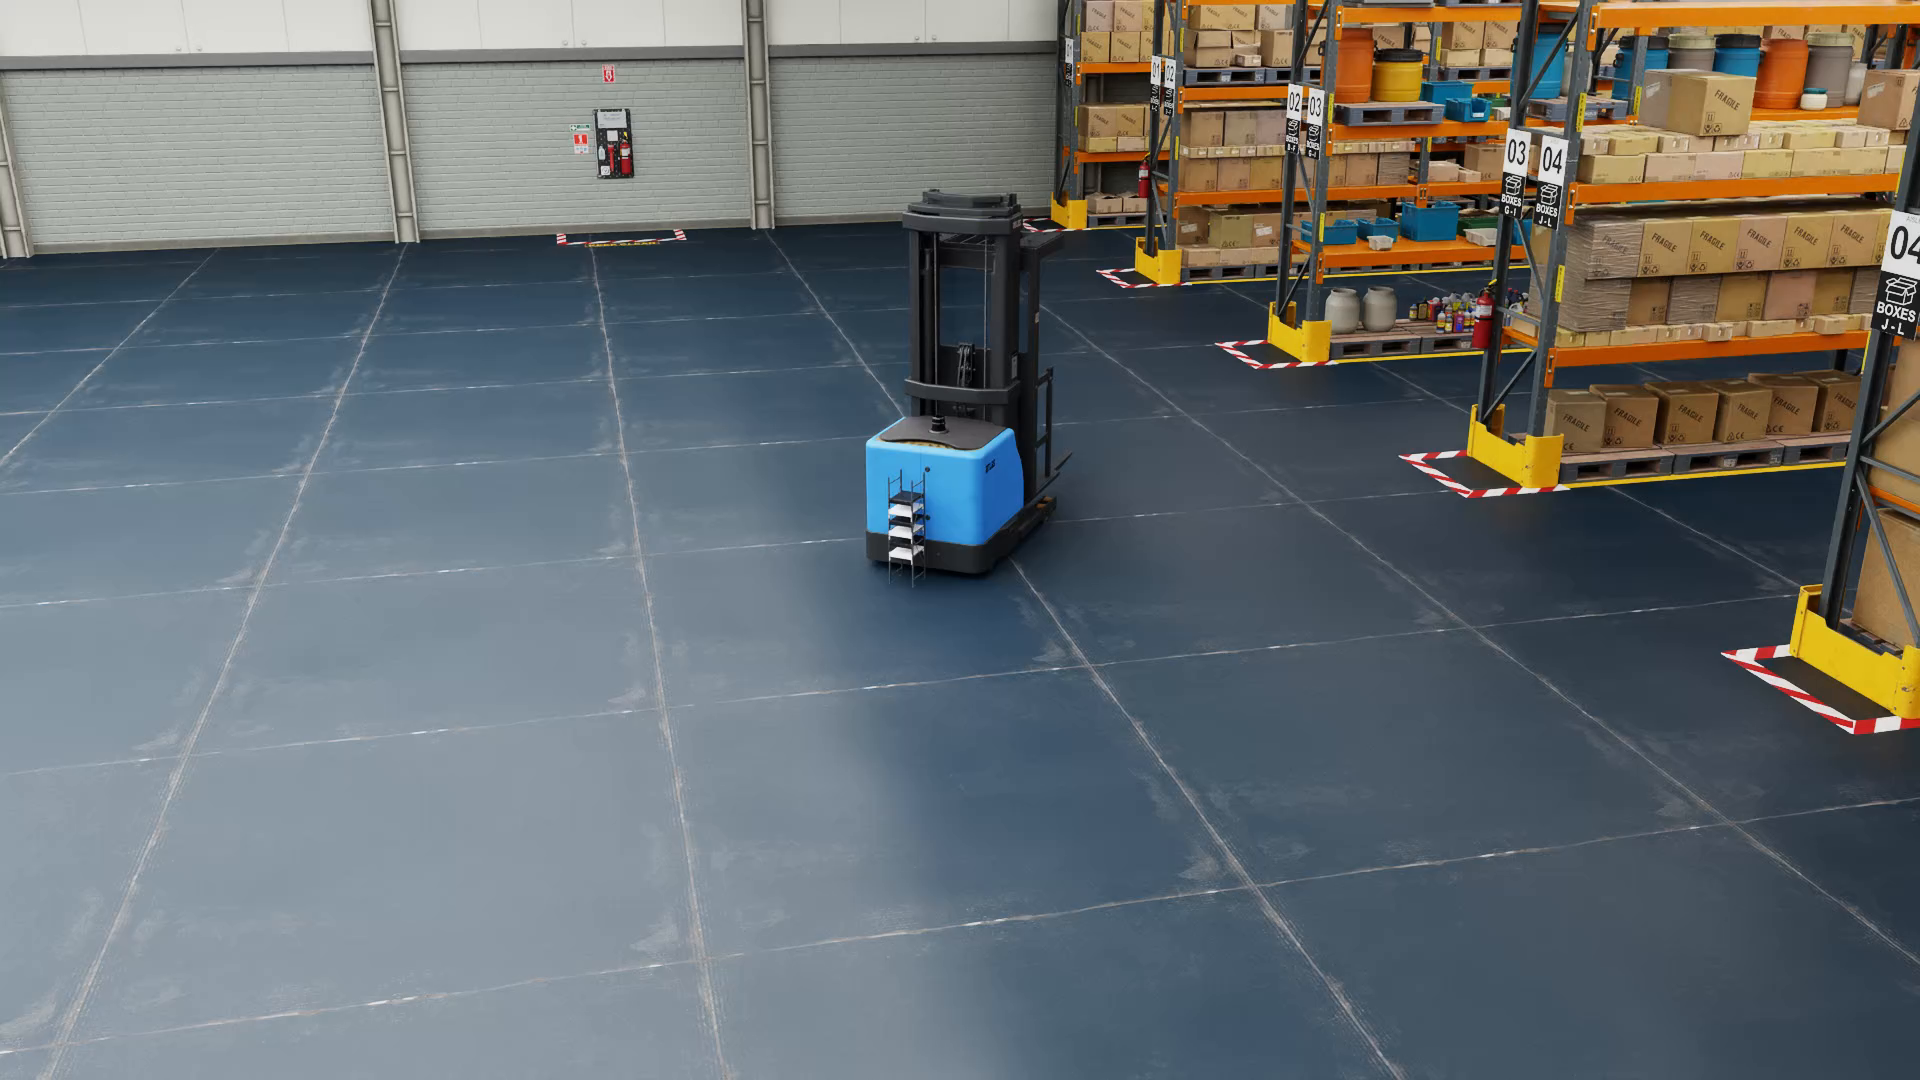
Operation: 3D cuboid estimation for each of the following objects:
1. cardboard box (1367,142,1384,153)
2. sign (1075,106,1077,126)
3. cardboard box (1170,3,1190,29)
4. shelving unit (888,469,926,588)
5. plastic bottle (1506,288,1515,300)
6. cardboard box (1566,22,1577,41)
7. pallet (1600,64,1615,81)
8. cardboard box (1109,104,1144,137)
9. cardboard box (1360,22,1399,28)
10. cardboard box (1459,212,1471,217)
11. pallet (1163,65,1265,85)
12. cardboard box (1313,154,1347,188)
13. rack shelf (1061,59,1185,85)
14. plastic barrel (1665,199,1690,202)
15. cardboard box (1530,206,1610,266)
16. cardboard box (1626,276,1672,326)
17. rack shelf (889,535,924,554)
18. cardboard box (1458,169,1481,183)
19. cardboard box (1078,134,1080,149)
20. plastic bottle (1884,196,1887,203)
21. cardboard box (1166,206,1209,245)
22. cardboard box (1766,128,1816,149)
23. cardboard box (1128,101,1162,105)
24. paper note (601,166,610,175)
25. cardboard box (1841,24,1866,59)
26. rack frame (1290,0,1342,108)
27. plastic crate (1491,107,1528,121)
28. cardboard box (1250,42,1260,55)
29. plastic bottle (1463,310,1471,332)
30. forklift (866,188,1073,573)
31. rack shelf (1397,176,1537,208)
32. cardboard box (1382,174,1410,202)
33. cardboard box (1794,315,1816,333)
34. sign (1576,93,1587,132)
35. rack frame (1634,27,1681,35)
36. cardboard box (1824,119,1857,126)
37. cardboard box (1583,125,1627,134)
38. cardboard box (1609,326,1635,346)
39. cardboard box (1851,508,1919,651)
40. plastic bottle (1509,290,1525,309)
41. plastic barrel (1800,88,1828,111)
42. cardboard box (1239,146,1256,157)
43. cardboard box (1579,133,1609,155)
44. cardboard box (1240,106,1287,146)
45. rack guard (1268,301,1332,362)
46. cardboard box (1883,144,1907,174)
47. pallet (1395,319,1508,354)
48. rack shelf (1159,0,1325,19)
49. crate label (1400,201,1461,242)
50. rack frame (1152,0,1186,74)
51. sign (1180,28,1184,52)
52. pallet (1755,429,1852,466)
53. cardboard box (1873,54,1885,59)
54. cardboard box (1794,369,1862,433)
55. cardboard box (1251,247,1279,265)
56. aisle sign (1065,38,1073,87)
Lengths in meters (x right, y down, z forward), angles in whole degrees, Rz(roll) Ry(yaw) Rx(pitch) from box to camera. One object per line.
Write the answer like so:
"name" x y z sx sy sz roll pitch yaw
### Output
"cardboard box" 6.195 -5.941 25.083 0.250 0.149 0.380 -5 21 -14
"sign" 1.995 -7.289 28.594 0.005 0.325 0.100 -5 21 -12
"cardboard box" 3.734 -9.236 29.178 0.500 0.500 0.500 -5 21 -13
"shelving unit" -0.422 -0.093 13.260 0.210 0.900 0.258 9 22 23
"plastic bottle" 7.161 -3.103 21.635 0.185 0.351 0.144 -4 21 -11
"cardboard box" 11.159 -9.516 30.786 0.500 0.500 0.700 -4 20 -10
"pallet" 10.159 -7.276 25.730 1.003 0.211 1.213 -4 20 -10
"cardboard box" 2.887 -7.328 29.058 0.500 0.500 0.500 -5 21 -12
"cardboard box" 7.513 -9.148 29.809 0.500 0.500 0.500 -5 21 -14
"cardboard box" 7.739 -5.064 26.349 0.500 0.311 0.500 -4 21 -11
"pallet" 3.707 -6.821 24.341 1.213 0.211 1.003 -5 21 -12
"cardboard box" 5.475 -5.650 25.234 0.500 0.500 0.700 -4 21 -12
"rack shelf" 3.816 -8.293 29.279 4.000 0.370 1.077 -5 21 -12
"plastic barrel" 9.024 -4.131 21.033 0.433 0.535 0.433 0 20 0
"cardboard box" 5.768 -2.873 15.764 0.500 0.500 0.500 -5 21 -12
"cardboard box" 6.290 -2.391 15.903 0.500 0.500 0.875 -5 21 -12
"rack shelf" -0.422 0.023 13.303 0.200 0.077 0.258 9 22 23
"cardboard box" 7.815 -5.607 25.625 0.250 0.149 0.380 -5 21 -12
"cardboard box" 2.280 -7.105 29.539 0.500 0.250 0.500 -4 21 -12
"plastic bottle" 12.455 -4.520 22.461 0.133 0.283 0.061 -5 21 -12
"cardboard box" 3.467 -4.807 25.372 0.500 0.500 0.500 -5 21 -12
"cardboard box" 7.651 -3.704 15.342 0.250 0.149 0.380 -4 20 -10
"cardboard box" 3.274 -7.543 29.644 0.500 0.500 0.500 -5 21 -14
"paper note" -6.089 -6.347 28.561 0.142 0.148 0.016 -5 21 -12
"cardboard box" 14.184 -8.041 26.642 0.600 0.600 0.600 -7 21 -18
"rack frame" 4.150 -6.565 19.154 0.127 3.000 1.000 -5 21 -12
"plastic crate" 6.573 -5.087 19.863 0.396 0.136 0.243 -5 21 -12
"cardboard box" 4.614 -7.259 24.726 0.500 0.311 0.500 -2 20 -6
"plastic bottle" 6.319 -2.740 20.760 0.097 0.271 0.097 0 20 0
"forklift" 0.226 -1.579 14.363 1.130 2.935 3.031 8 21 20
"rack shelf" 8.852 -5.544 26.133 4.000 0.370 1.077 -5 21 -12
"cardboard box" 7.961 -6.605 30.980 0.500 0.500 0.700 -5 21 -13
"cardboard box" 8.046 -2.124 16.118 0.250 0.149 0.380 -5 21 -12
"sign" 5.414 -3.728 14.498 0.005 0.325 0.100 -5 21 -12
"rack frame" 10.799 -8.857 25.410 0.127 3.000 1.000 -5 21 -12
"cardboard box" 8.551 -3.966 16.057 0.250 0.149 0.380 -6 21 -15
"cardboard box" 6.009 -3.782 15.555 0.250 0.149 0.380 -6 21 -15
"cardboard box" 6.116 -1.943 15.624 0.250 0.149 0.380 -5 21 -12
"cardboard box" 6.977 0.303 11.606 0.875 0.875 0.875 -5 21 -12
"plastic bottle" 7.194 -3.054 21.503 0.185 0.351 0.144 -5 21 -12
"plastic barrel" 10.751 -5.546 20.934 0.301 0.262 0.301 0 20 0
"cardboard box" 4.190 -5.777 24.637 0.250 0.149 0.380 -5 21 -13
"cardboard box" 5.610 -3.560 14.949 0.250 0.149 0.380 -5 21 -13
"cardboard box" 4.523 -6.183 24.801 0.500 0.500 0.700 -5 21 -12
"rack guard" 4.213 -2.596 20.675 0.348 0.500 1.175 -5 21 -12
"cardboard box" 8.798 -3.621 15.697 0.500 0.250 0.500 -4 20 -10
"pallet" 6.189 -2.618 21.156 1.213 0.211 1.003 -5 21 -12
"rack shelf" 4.960 -7.856 24.306 4.000 0.370 1.077 -5 21 -12
"crate label" 5.878 -4.001 20.824 0.616 0.435 0.502 -5 21 -12
"rack frame" 3.013 -8.223 23.681 0.127 3.000 1.000 -5 21 -12
"sign" 3.135 -7.076 23.524 0.005 0.325 0.100 -5 21 -12
"pallet" 8.536 -1.032 16.826 1.213 0.211 1.003 -5 21 -12
"cardboard box" 15.103 -7.822 27.164 0.500 0.250 0.500 -5 21 -12
"cardboard box" 8.783 -1.412 16.832 0.500 0.500 0.500 -5 21 -14
"cardboard box" 4.559 -4.361 25.245 0.500 0.250 0.500 -5 21 -12
"aisle sign" 1.869 -8.179 28.502 0.004 0.787 0.394 -5 21 -12
